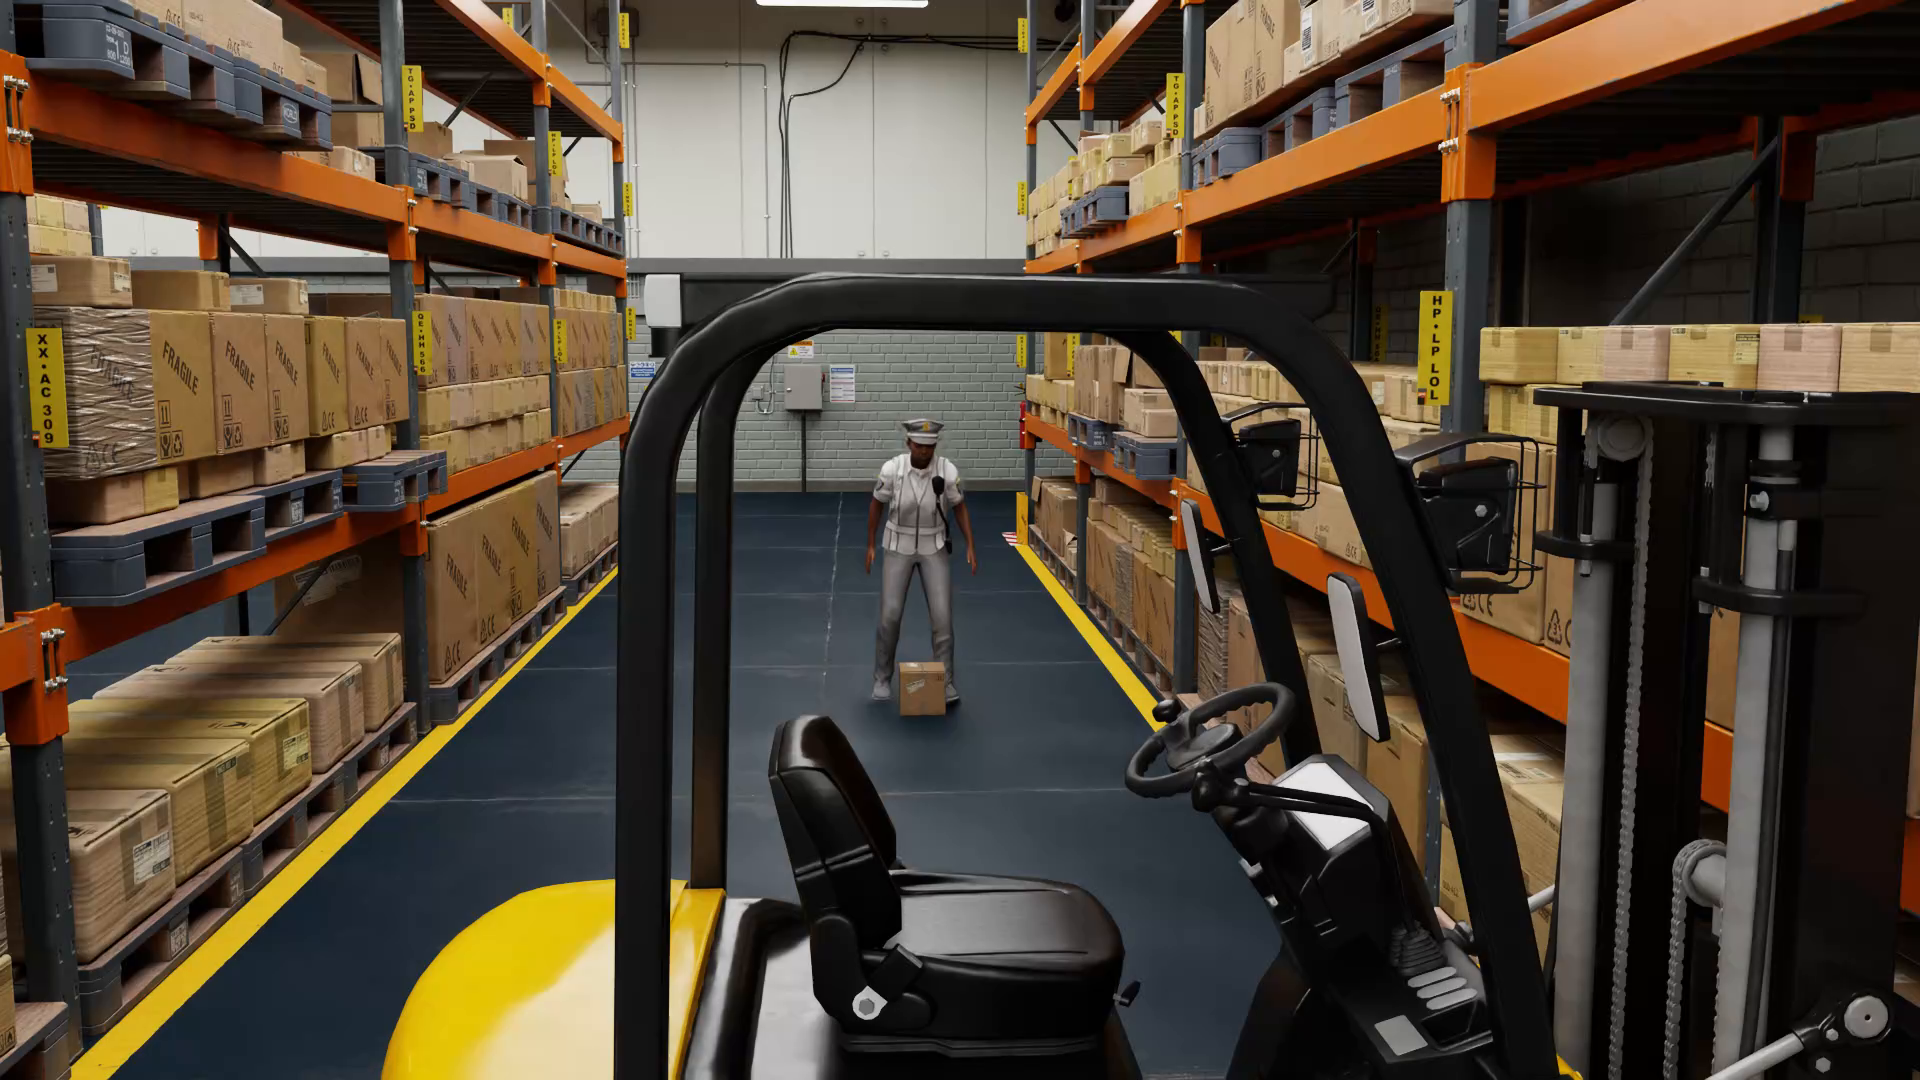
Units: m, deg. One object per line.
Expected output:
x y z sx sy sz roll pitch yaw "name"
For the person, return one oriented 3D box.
-0.224 0.115 9.590 0.646 1.630 0.525 0 7 -3 "person"
